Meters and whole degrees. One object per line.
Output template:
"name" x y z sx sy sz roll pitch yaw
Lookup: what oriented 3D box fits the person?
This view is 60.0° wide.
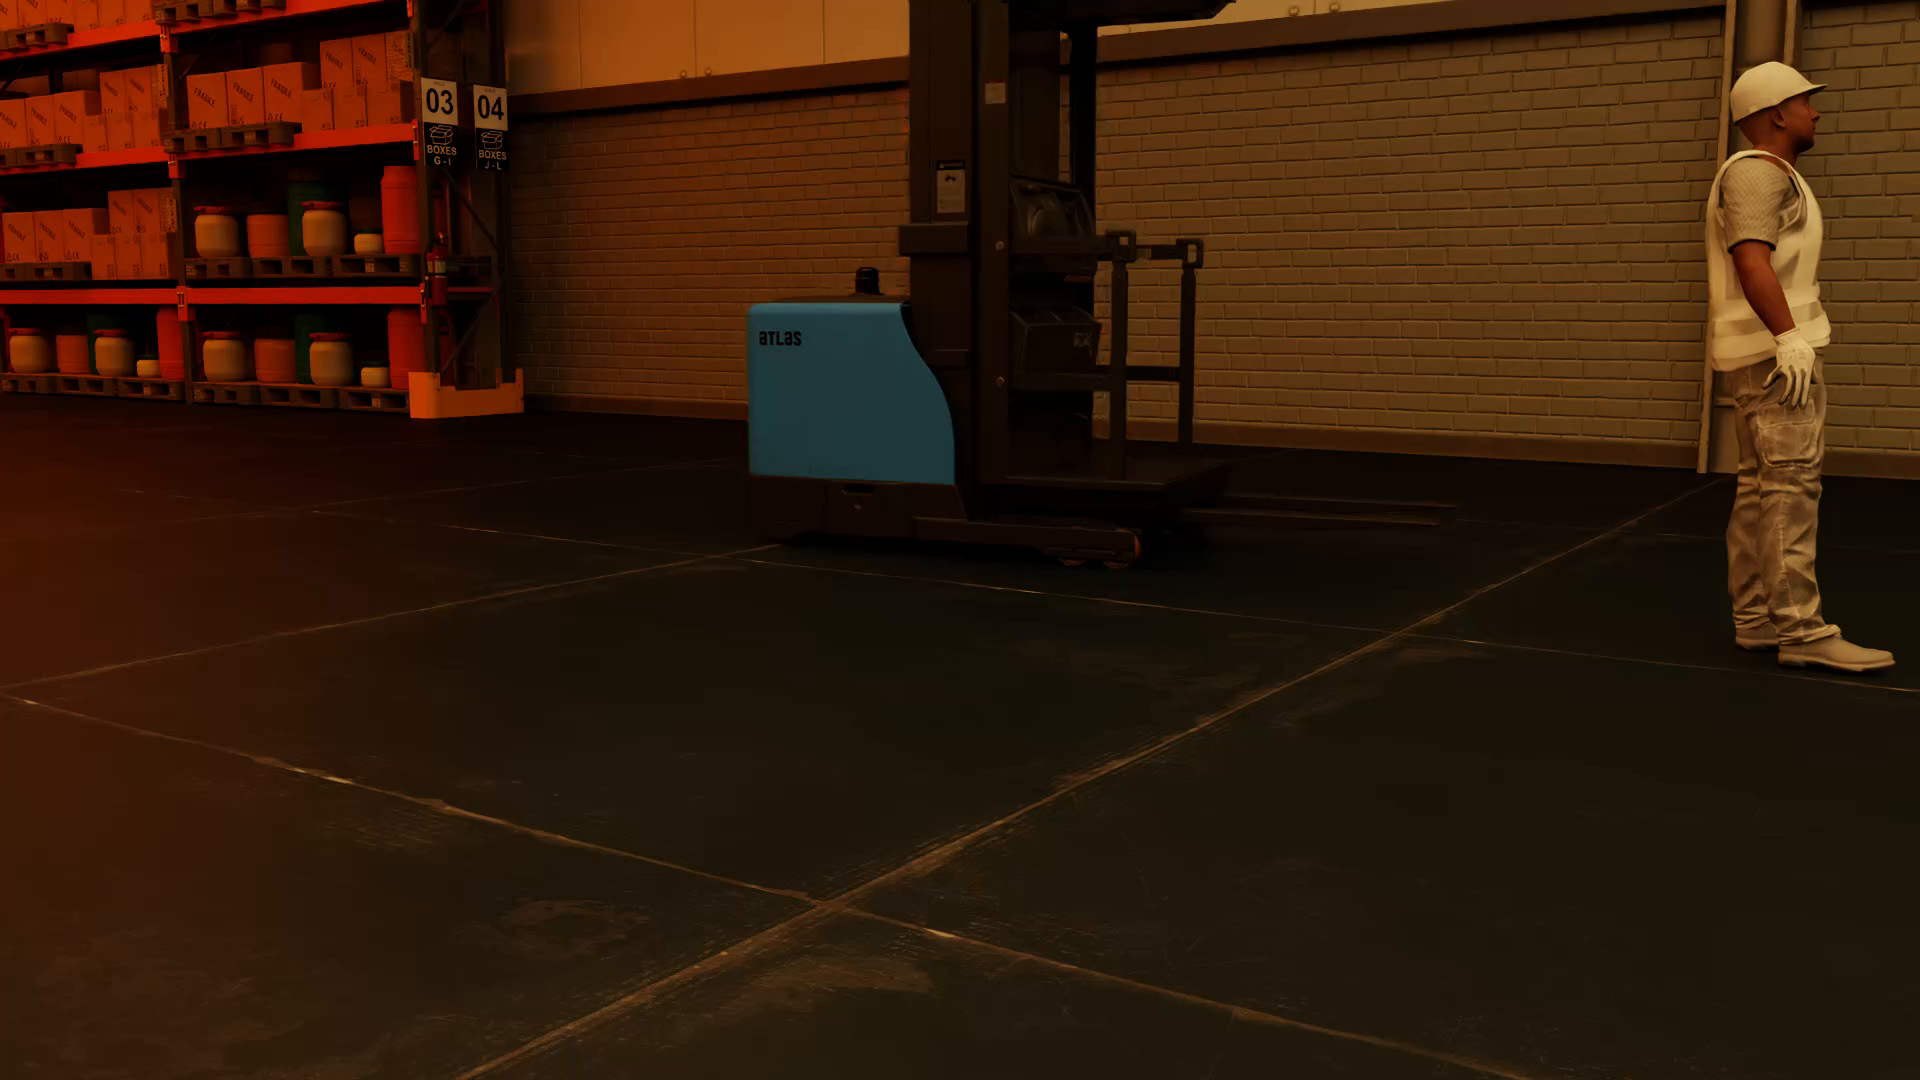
"person" 2.542 -0.541 5.033 0.572 1.784 0.655 3 9 23

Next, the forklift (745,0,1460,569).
"forklift" 0.594 -1.417 7.157 3.031 2.935 1.130 4 9 23
